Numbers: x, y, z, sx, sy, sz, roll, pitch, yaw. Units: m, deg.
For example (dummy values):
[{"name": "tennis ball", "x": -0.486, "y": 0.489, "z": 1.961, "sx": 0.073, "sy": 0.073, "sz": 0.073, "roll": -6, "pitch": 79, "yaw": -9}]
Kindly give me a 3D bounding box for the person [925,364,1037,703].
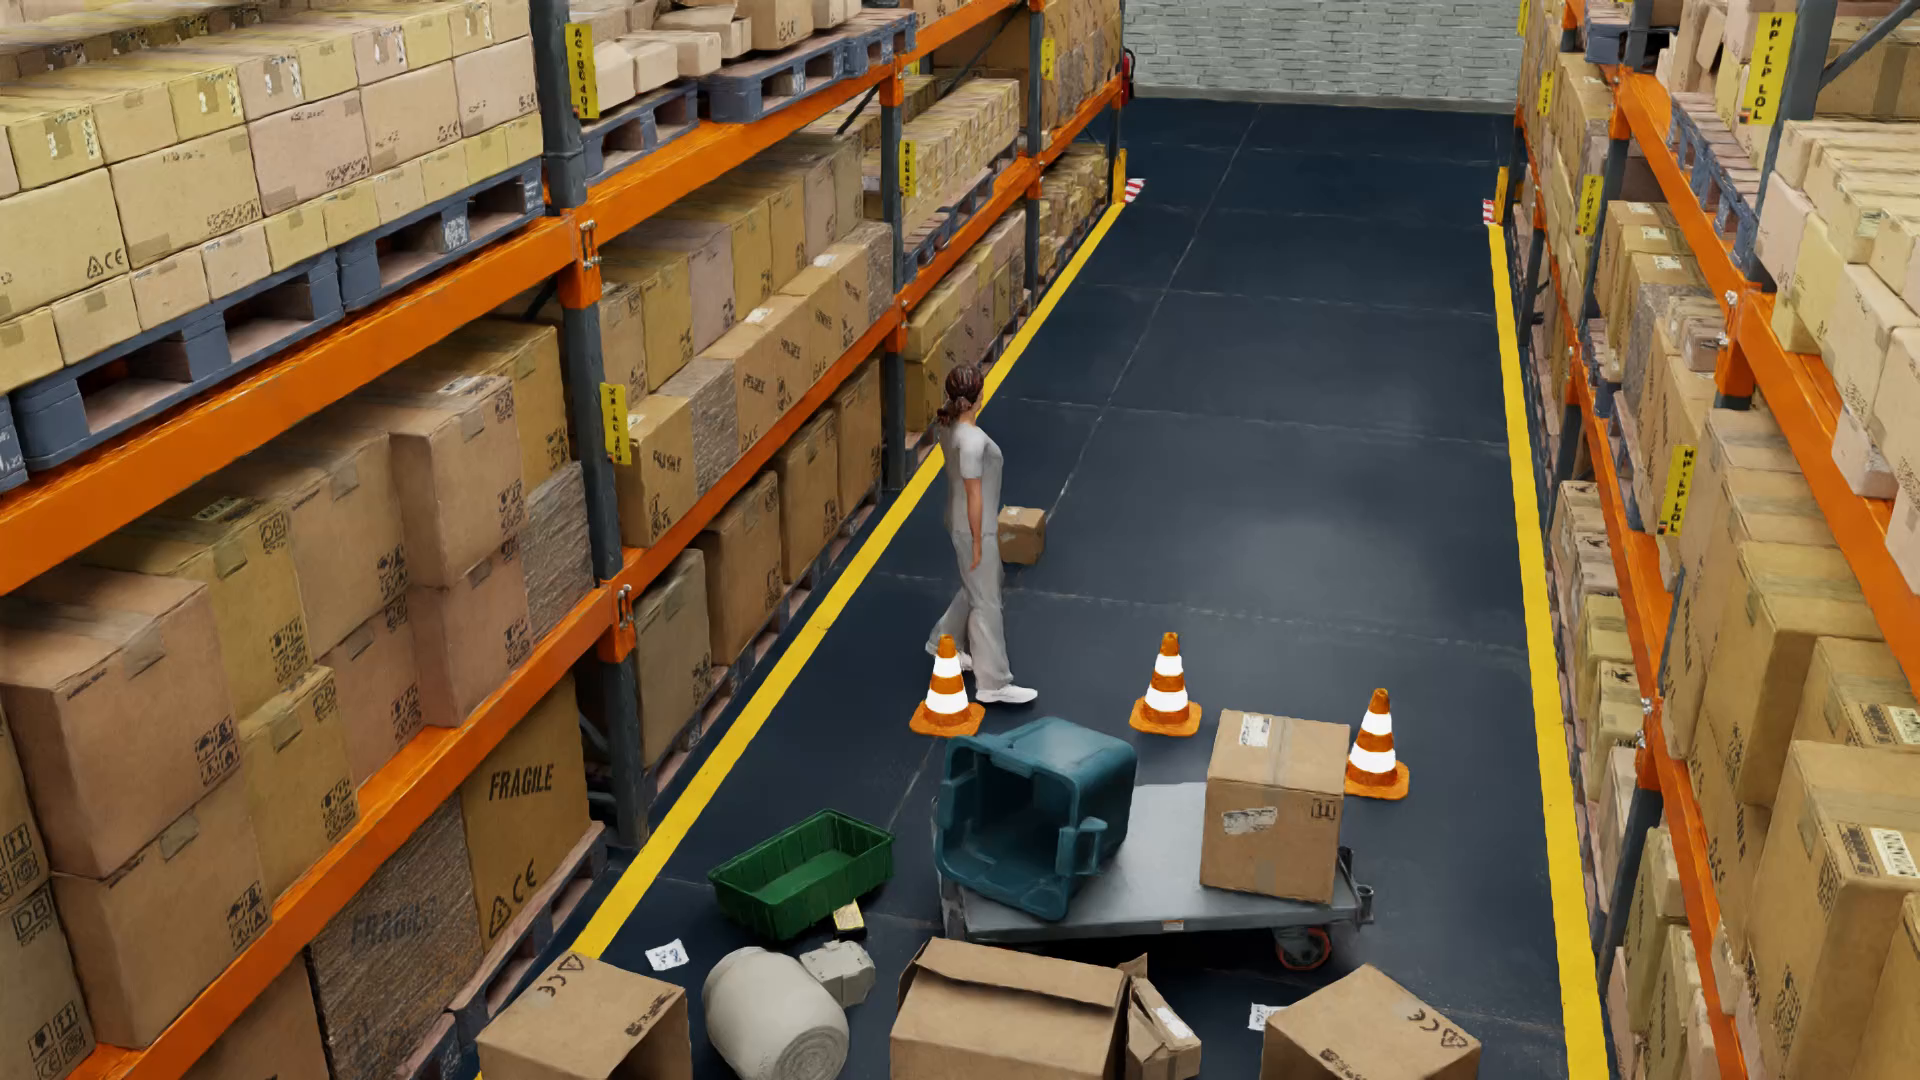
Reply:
[{"name": "person", "x": 0.095, "y": -0.034, "z": 8.185, "sx": 0.486, "sy": 1.642, "sz": 0.640, "roll": -5, "pitch": 26, "yaw": -10}]
